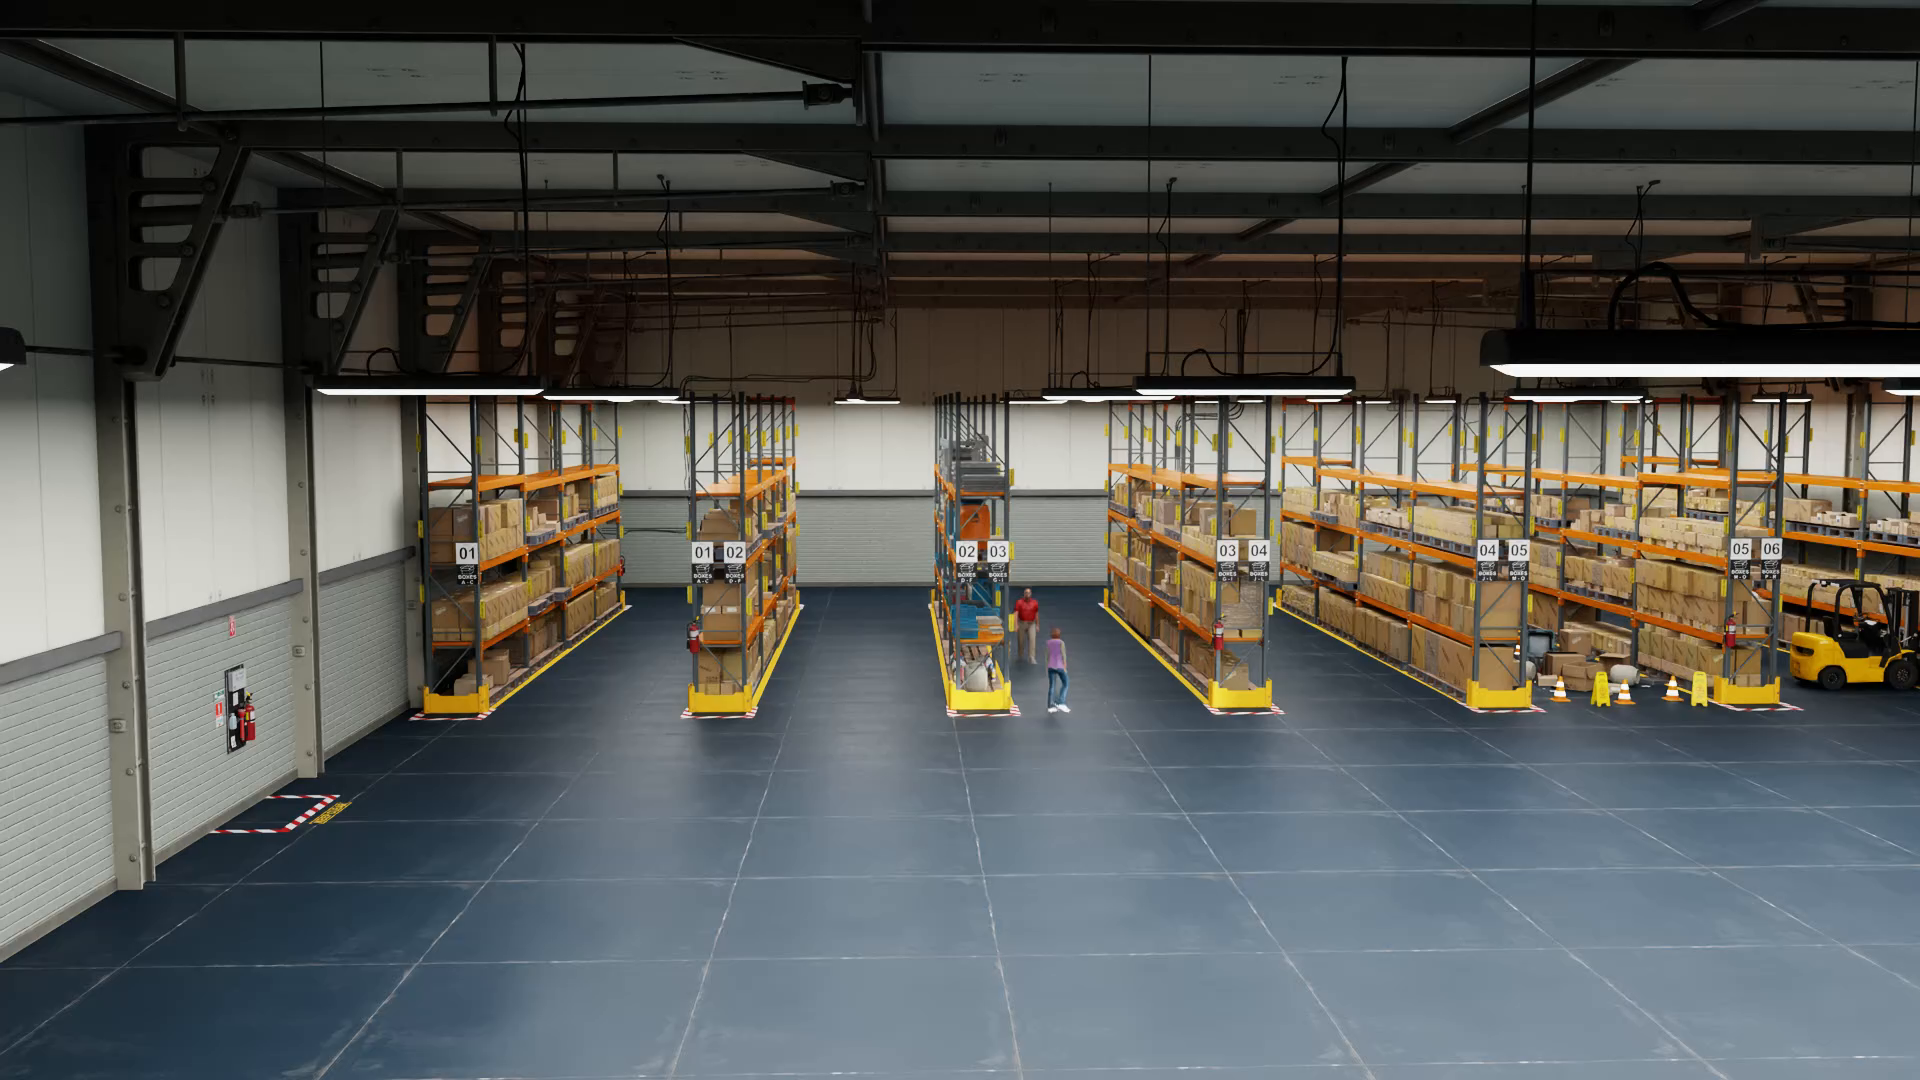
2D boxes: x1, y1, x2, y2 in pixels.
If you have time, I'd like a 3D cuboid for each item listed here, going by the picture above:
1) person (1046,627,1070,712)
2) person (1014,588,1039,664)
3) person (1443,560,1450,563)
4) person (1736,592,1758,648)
[{"bbox_3d":[1.785,2.434,31.173,0.503,1.600,0.488,3,6,35],"label":"person"},{"bbox_3d":[1.490,1.906,37.121,0.594,1.663,1.099,0,5,-6],"label":"person"},{"bbox_3d":[13.171,1.299,44.917,0.511,1.671,0.499,0,5,-3],"label":"person"},{"bbox_3d":[18.057,1.821,38.028,0.535,1.804,0.604,-1,5,-13],"label":"person"}]
